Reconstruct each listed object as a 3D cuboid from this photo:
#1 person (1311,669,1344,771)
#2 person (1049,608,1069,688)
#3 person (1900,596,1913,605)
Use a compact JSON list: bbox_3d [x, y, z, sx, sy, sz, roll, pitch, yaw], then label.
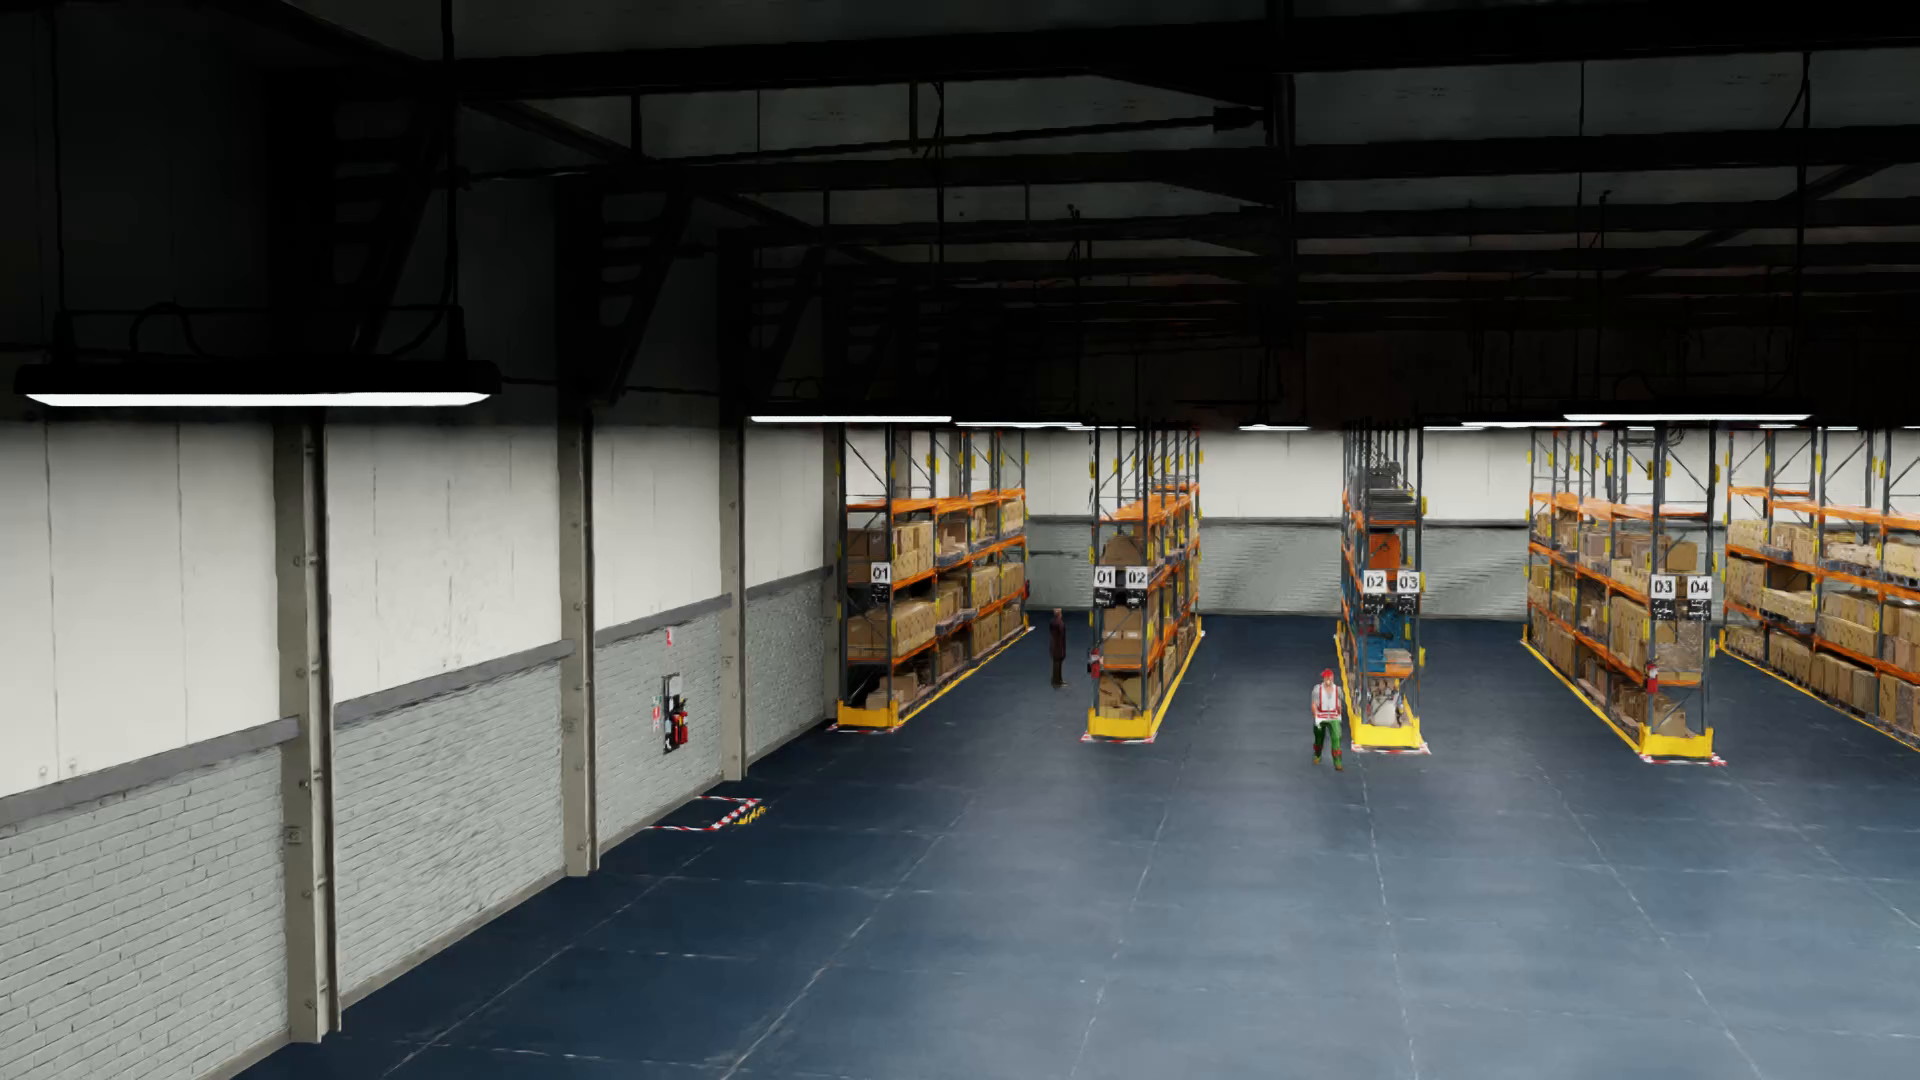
[{"bbox_3d":[6.232,3.020,28.204,0.554,1.710,1.097,0,4,3],"label":"person"},{"bbox_3d":[2.241,2.403,37.238,0.514,1.781,0.638,-1,4,-19],"label":"person"},{"bbox_3d":[23.773,2.110,41.927,0.531,1.758,0.737,1,4,10],"label":"person"}]
